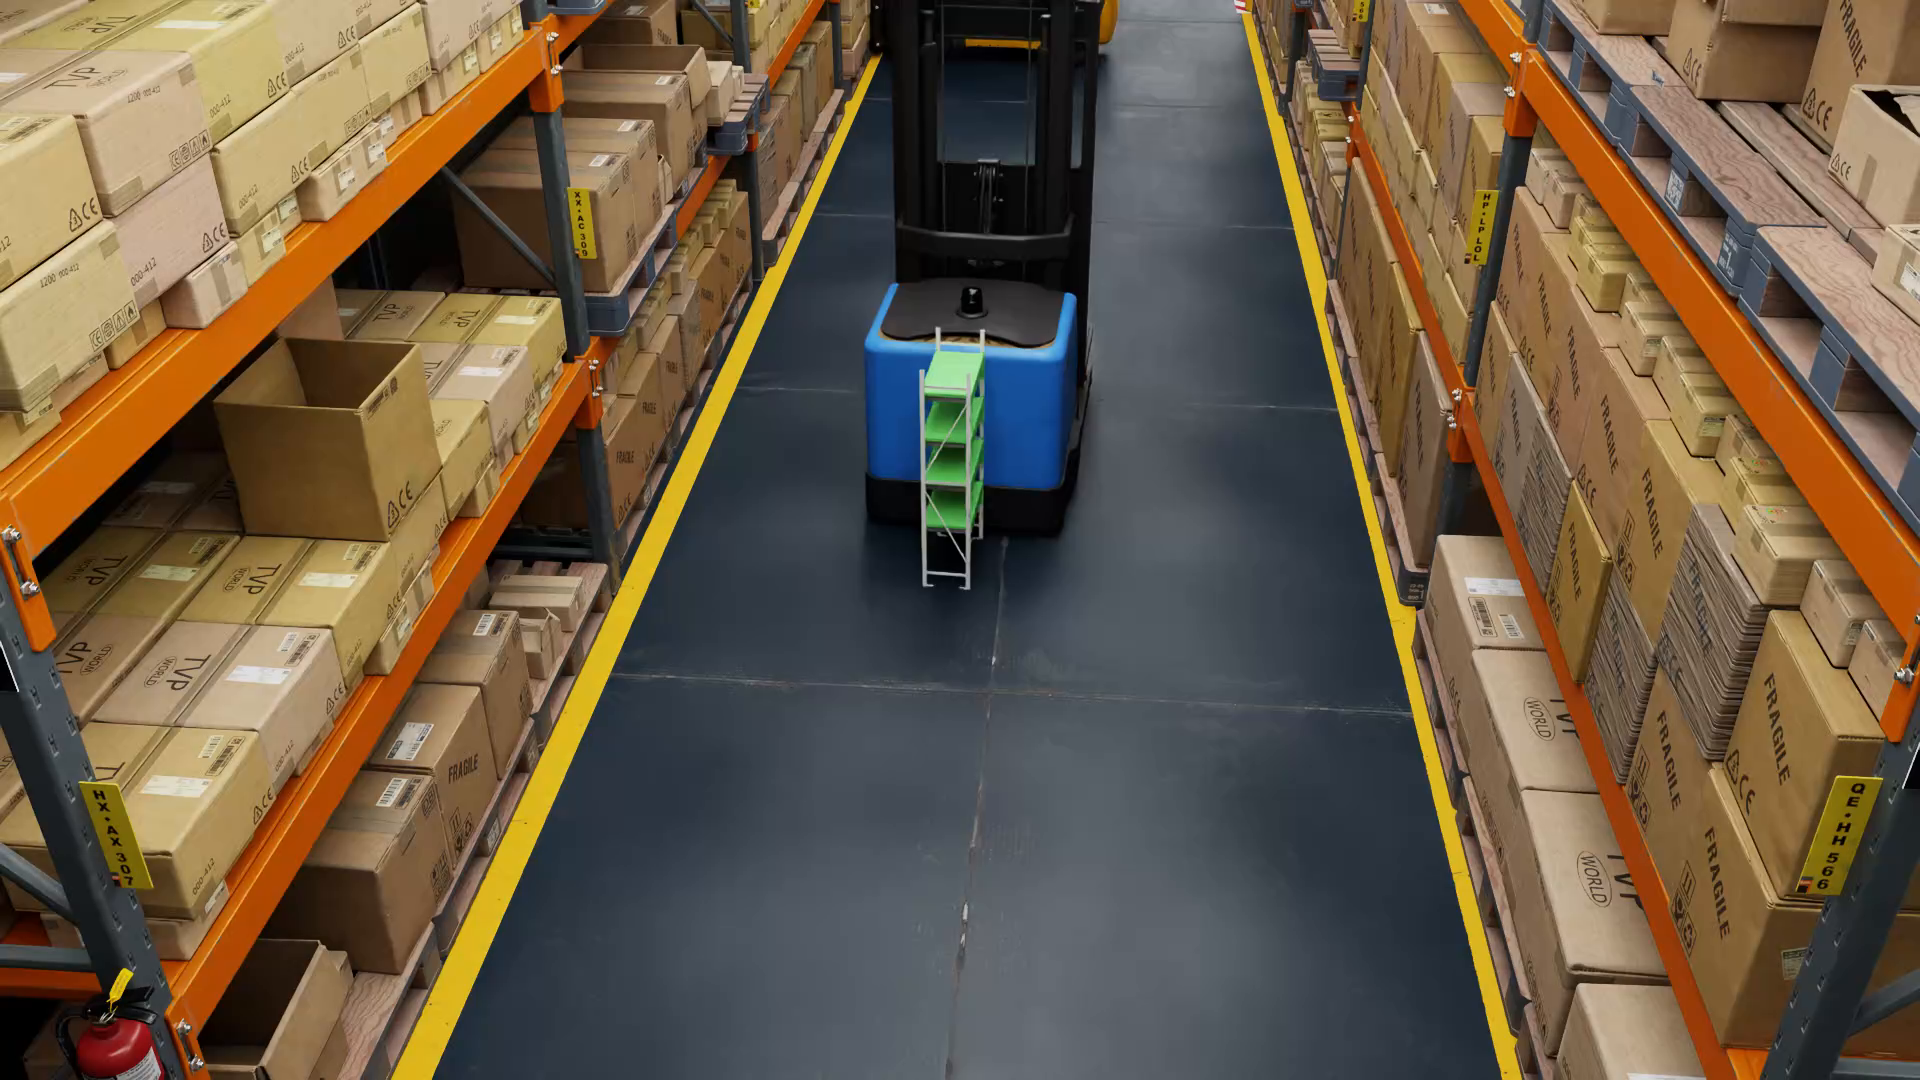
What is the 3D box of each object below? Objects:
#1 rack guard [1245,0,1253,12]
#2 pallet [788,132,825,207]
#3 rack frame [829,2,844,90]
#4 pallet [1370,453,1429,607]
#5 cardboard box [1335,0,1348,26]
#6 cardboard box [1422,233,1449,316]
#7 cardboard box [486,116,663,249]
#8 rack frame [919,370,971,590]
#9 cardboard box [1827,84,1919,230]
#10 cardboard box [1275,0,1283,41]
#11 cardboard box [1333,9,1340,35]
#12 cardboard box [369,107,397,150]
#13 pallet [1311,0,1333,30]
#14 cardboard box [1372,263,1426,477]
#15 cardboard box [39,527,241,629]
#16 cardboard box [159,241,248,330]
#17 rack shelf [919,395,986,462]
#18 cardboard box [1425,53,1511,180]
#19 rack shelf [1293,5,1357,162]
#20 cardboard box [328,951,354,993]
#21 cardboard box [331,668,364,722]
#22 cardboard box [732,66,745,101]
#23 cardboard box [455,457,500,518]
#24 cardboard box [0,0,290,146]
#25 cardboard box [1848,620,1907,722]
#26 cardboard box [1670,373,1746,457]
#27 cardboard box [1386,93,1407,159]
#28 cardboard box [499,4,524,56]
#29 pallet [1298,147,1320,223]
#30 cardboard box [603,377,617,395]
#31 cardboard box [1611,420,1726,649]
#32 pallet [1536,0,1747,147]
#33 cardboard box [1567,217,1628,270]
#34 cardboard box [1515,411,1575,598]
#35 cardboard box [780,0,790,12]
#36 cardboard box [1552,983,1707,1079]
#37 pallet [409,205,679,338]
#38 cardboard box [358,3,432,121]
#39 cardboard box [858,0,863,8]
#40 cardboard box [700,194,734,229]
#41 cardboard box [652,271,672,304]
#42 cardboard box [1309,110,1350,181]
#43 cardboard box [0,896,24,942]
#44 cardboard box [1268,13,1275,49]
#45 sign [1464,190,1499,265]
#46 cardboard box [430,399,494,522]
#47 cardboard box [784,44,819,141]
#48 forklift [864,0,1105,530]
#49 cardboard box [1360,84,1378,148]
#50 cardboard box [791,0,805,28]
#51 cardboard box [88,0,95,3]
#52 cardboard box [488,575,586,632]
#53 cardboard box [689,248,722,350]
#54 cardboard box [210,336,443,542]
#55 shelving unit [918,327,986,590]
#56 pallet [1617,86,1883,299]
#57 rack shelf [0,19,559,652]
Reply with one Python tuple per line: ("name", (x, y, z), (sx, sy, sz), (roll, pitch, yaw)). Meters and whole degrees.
("rack guard", (3.707, -6.007, 18.020), (1.175, 0.500, 0.348), (2, 32, 4))
("pallet", (-1.677, -3.015, 13.441), (1.003, 0.211, 1.213), (2, 32, 4))
("rack frame", (-1.560, -5.229, 14.376), (1.000, 3.000, 0.127), (2, 32, 4))
("pallet", (2.724, -0.055, 8.638), (1.003, 0.211, 1.213), (2, 32, 4))
("cardboard box", (2.853, -3.796, 11.271), (0.500, 0.500, 0.500), (2, 32, 3))
("cardboard box", (2.565, -1.283, 8.116), (0.500, 0.250, 0.500), (2, 32, 3))
("cardboard box", (-1.906, -1.781, 8.286), (0.700, 0.500, 0.500), (3, 32, 5))
("rack frame", (-0.069, -0.271, 8.046), (0.240, 1.200, 0.015), (4, 32, 7))
("cardboard box", (2.583, -0.985, 4.219), (0.500, 0.311, 0.500), (3, 32, 5))
("cardboard box", (3.208, -4.933, 15.402), (0.500, 0.500, 0.500), (3, 32, 5))
("cardboard box", (2.809, -3.589, 11.553), (0.380, 0.149, 0.250), (1, 32, 2))
("cardboard box", (-2.089, -1.348, 5.459), (0.380, 0.149, 0.250), (3, 32, 4))
("pallet", (3.183, -3.882, 12.374), (1.003, 0.211, 1.213), (2, 32, 4))
("cardboard box", (2.773, -0.910, 8.993), (0.875, 0.875, 0.875), (3, 32, 5))
("cardboard box", (-2.675, 0.203, 5.421), (0.500, 0.250, 0.500), (3, 32, 6))
("cardboard box", (-2.123, -0.678, 4.372), (0.380, 0.149, 0.250), (3, 32, 5))
("rack shelf", (-0.034, -0.548, 8.159), (0.258, 0.148, 0.480), (4, 32, 7))
("cardboard box", (2.618, -2.083, 8.223), (0.500, 0.500, 0.500), (3, 32, 5))
("rack shelf", (3.225, -3.667, 12.527), (1.077, 0.370, 4.000), (2, 32, 4))
("cardboard box", (-2.319, 1.545, 5.702), (0.380, 0.149, 0.250), (1, 32, 2))
("cardboard box", (-2.177, 0.450, 5.400), (0.380, 0.149, 0.250), (3, 32, 5))
("cardboard box", (-1.556, -2.849, 10.353), (0.380, 0.149, 0.250), (3, 32, 5))
("cardboard box", (-2.023, -0.216, 6.482), (0.380, 0.149, 0.250), (2, 32, 3))
("cardboard box", (-2.163, -1.256, 4.453), (0.500, 0.250, 0.500), (2, 32, 3))
("cardboard box", (2.241, 0.315, 3.713), (0.380, 0.149, 0.250), (3, 32, 5))
("cardboard box", (2.290, -0.354, 4.799), (0.380, 0.149, 0.250), (3, 32, 5))
("cardboard box", (2.679, -2.292, 9.276), (0.500, 0.250, 0.500), (2, 32, 4))
("cardboard box", (-1.946, -2.015, 6.541), (0.380, 0.149, 0.250), (2, 32, 4))
("pallet", (3.229, -2.785, 13.068), (1.003, 0.211, 1.213), (2, 32, 4))
("cardboard box", (-1.971, -0.761, 8.489), (0.380, 0.149, 0.250), (2, 32, 3))
("cardboard box", (2.270, -0.008, 4.855), (0.500, 0.500, 0.500), (2, 32, 4))
("pallet", (2.660, -1.647, 5.790), (1.003, 0.211, 1.213), (2, 32, 4))
("cardboard box", (2.387, -1.028, 5.893), (0.380, 0.149, 0.250), (2, 32, 4))
("cardboard box", (2.346, -0.121, 5.992), (0.500, 0.500, 0.500), (3, 32, 4))
("cardboard box", (-1.503, -4.043, 12.117), (0.500, 0.250, 0.500), (2, 32, 3))
("cardboard box", (2.365, 1.819, 4.982), (0.875, 0.438, 0.875), (1, 32, 2))
("pallet", (-2.037, -1.377, 8.309), (1.003, 0.211, 1.213), (2, 32, 4))
("cardboard box", (-2.086, -1.583, 5.460), (0.500, 0.250, 0.500), (3, 32, 5))
("cardboard box", (-1.156, -5.169, 15.546), (0.500, 0.250, 0.500), (3, 32, 4))
("cardboard box", (-1.664, -2.115, 10.687), (0.380, 0.149, 0.250), (1, 32, 1))
("cardboard box", (-1.880, -1.441, 9.592), (0.380, 0.149, 0.250), (3, 32, 4))
("cardboard box", (3.238, -3.065, 12.969), (0.950, 0.372, 0.625), (3, 32, 6))
("cardboard box", (-2.777, 0.968, 4.559), (0.380, 0.149, 0.250), (2, 32, 3))
("cardboard box", (3.248, -4.892, 16.050), (0.500, 0.250, 0.500), (3, 32, 5))
("sign", (2.195, -1.313, 6.993), (0.100, 0.325, 0.005), (2, 32, 4))
("cardboard box", (-2.089, -0.309, 6.252), (0.500, 0.250, 0.500), (2, 32, 4))
("cardboard box", (-1.662, -3.718, 13.787), (0.875, 0.625, 0.625), (2, 32, 3))
("forklift", (0.216, -2.056, 9.293), (1.130, 2.935, 3.031), (4, 32, 7))
("cardboard box", (2.772, -2.618, 10.282), (0.500, 0.250, 0.500), (2, 32, 3))
("cardboard box", (-1.481, -4.099, 12.685), (0.500, 0.250, 0.500), (3, 32, 6))
("cardboard box", (-2.636, -1.553, 4.935), (0.500, 0.250, 0.500), (2, 32, 4))
("cardboard box", (-1.964, 0.293, 7.732), (0.380, 0.149, 0.250), (2, 32, 2))
("cardboard box", (-1.797, -1.487, 10.285), (0.500, 0.500, 0.500), (4, 32, 6))
("cardboard box", (-2.109, -0.346, 5.597), (0.500, 0.500, 0.500), (3, 32, 5))
("shelving unit", (-0.034, -0.398, 8.252), (0.258, 1.200, 0.503), (4, 32, 7))
("pallet", (2.558, -1.011, 4.757), (1.003, 0.211, 1.213), (2, 32, 4))
("rack shelf", (-2.374, -0.971, 5.292), (1.077, 0.370, 4.000), (2, 32, 4))
